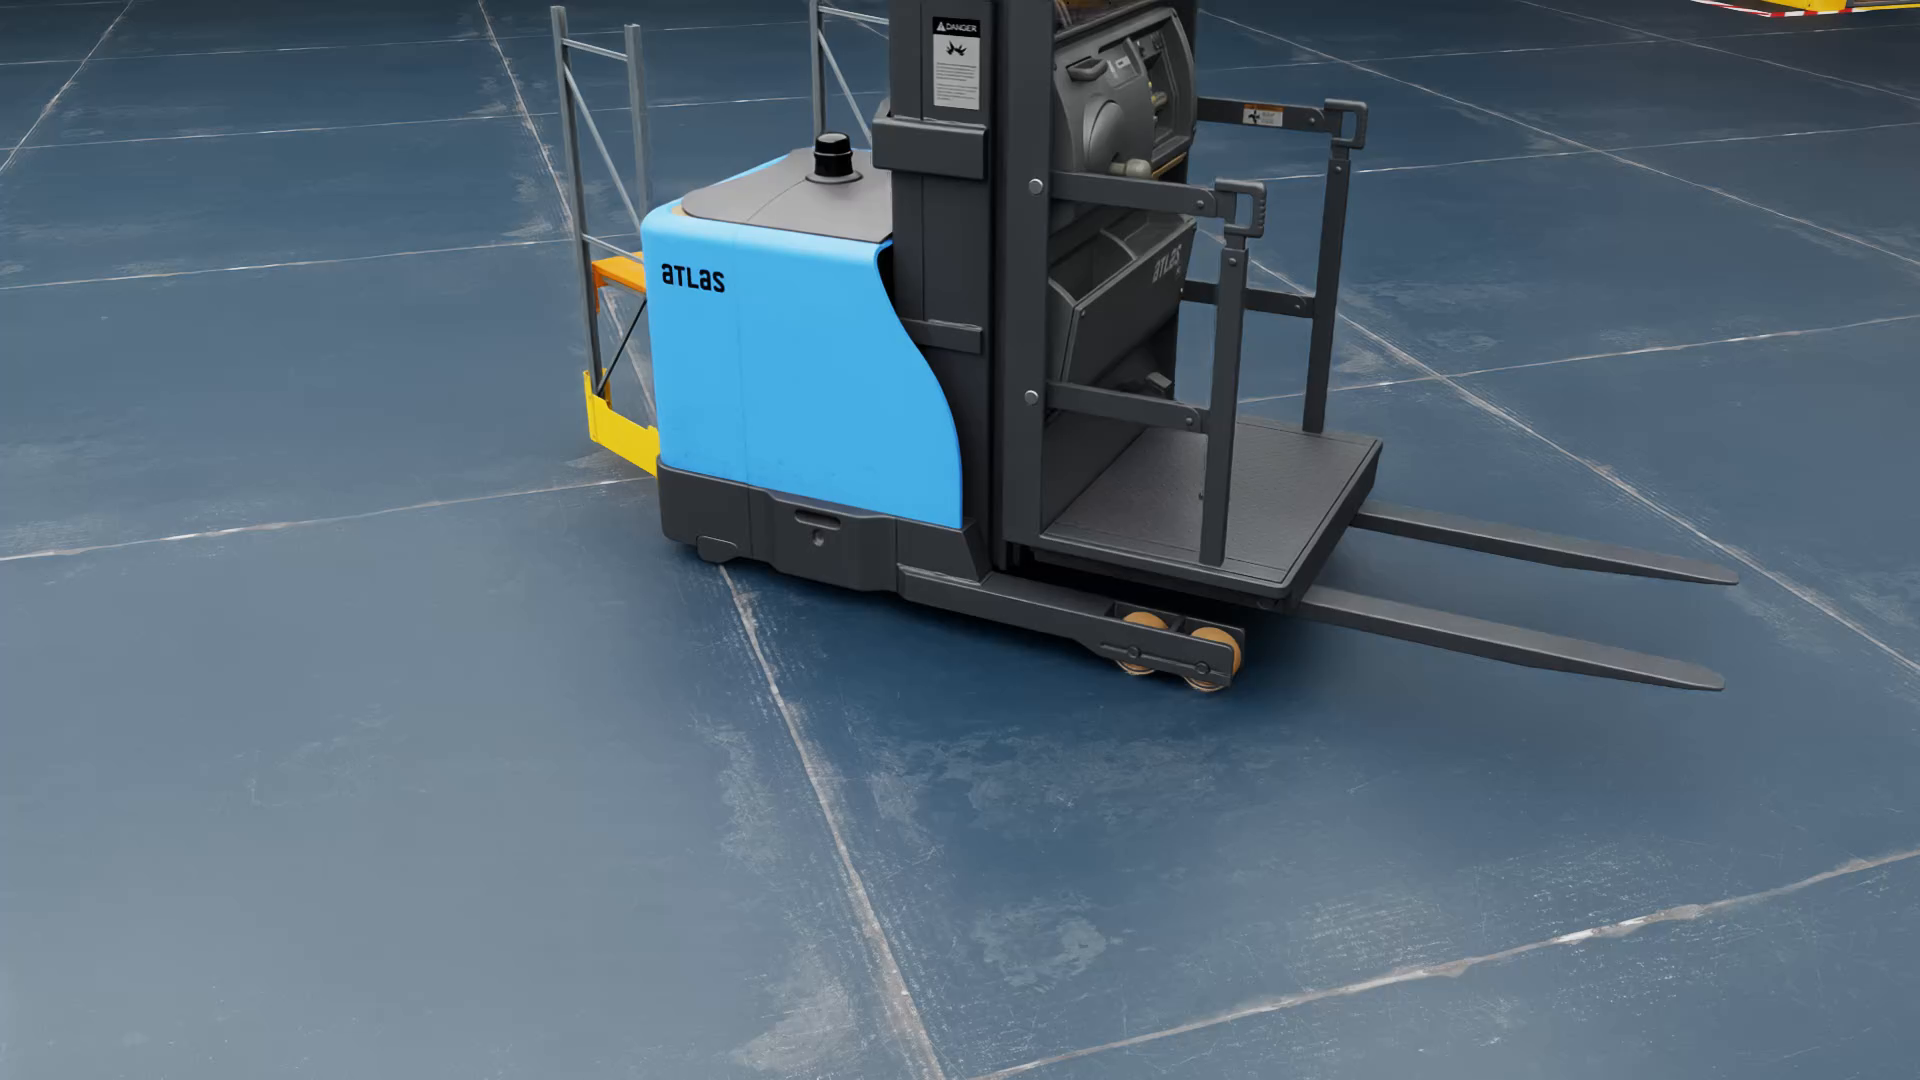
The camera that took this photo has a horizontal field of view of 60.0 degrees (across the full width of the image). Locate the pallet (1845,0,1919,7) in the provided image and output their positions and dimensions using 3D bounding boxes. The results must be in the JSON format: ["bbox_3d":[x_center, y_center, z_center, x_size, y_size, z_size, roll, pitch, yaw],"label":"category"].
[{"bbox_3d":[8.224,-5.119,15.323,1.213,0.211,1.003,-8,28,-16],"label":"pallet"}]

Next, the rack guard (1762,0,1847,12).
[{"bbox_3d":[7.487,-5.122,15.004,0.348,0.500,1.175,-8,28,-16],"label":"rack guard"}]

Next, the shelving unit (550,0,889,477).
[{"bbox_3d":[-0.741,-1.100,5.779,1.083,1.500,0.587,-21,33,-36],"label":"shelving unit"}]

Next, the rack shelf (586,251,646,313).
[{"bbox_3d":[-0.748,-0.936,5.854,1.000,0.185,0.538,-21,33,-36],"label":"rack shelf"}]

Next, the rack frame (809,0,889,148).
[{"bbox_3d":[-0.364,-1.245,6.072,0.032,1.500,0.500,-21,33,-36],"label":"rack frame"}]

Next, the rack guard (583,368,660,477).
[{"bbox_3d":[-1.118,-0.395,5.765,0.087,0.250,0.587,-21,33,-36],"label":"rack guard"}]

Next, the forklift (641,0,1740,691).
[{"bbox_3d":[0.630,-1.180,4.330,3.031,2.935,1.130,12,29,23],"label":"forklift"}]

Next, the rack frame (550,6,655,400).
[{"bbox_3d":[-1.133,-0.950,5.476,0.032,1.500,0.500,-21,33,-36],"label":"rack frame"}]
